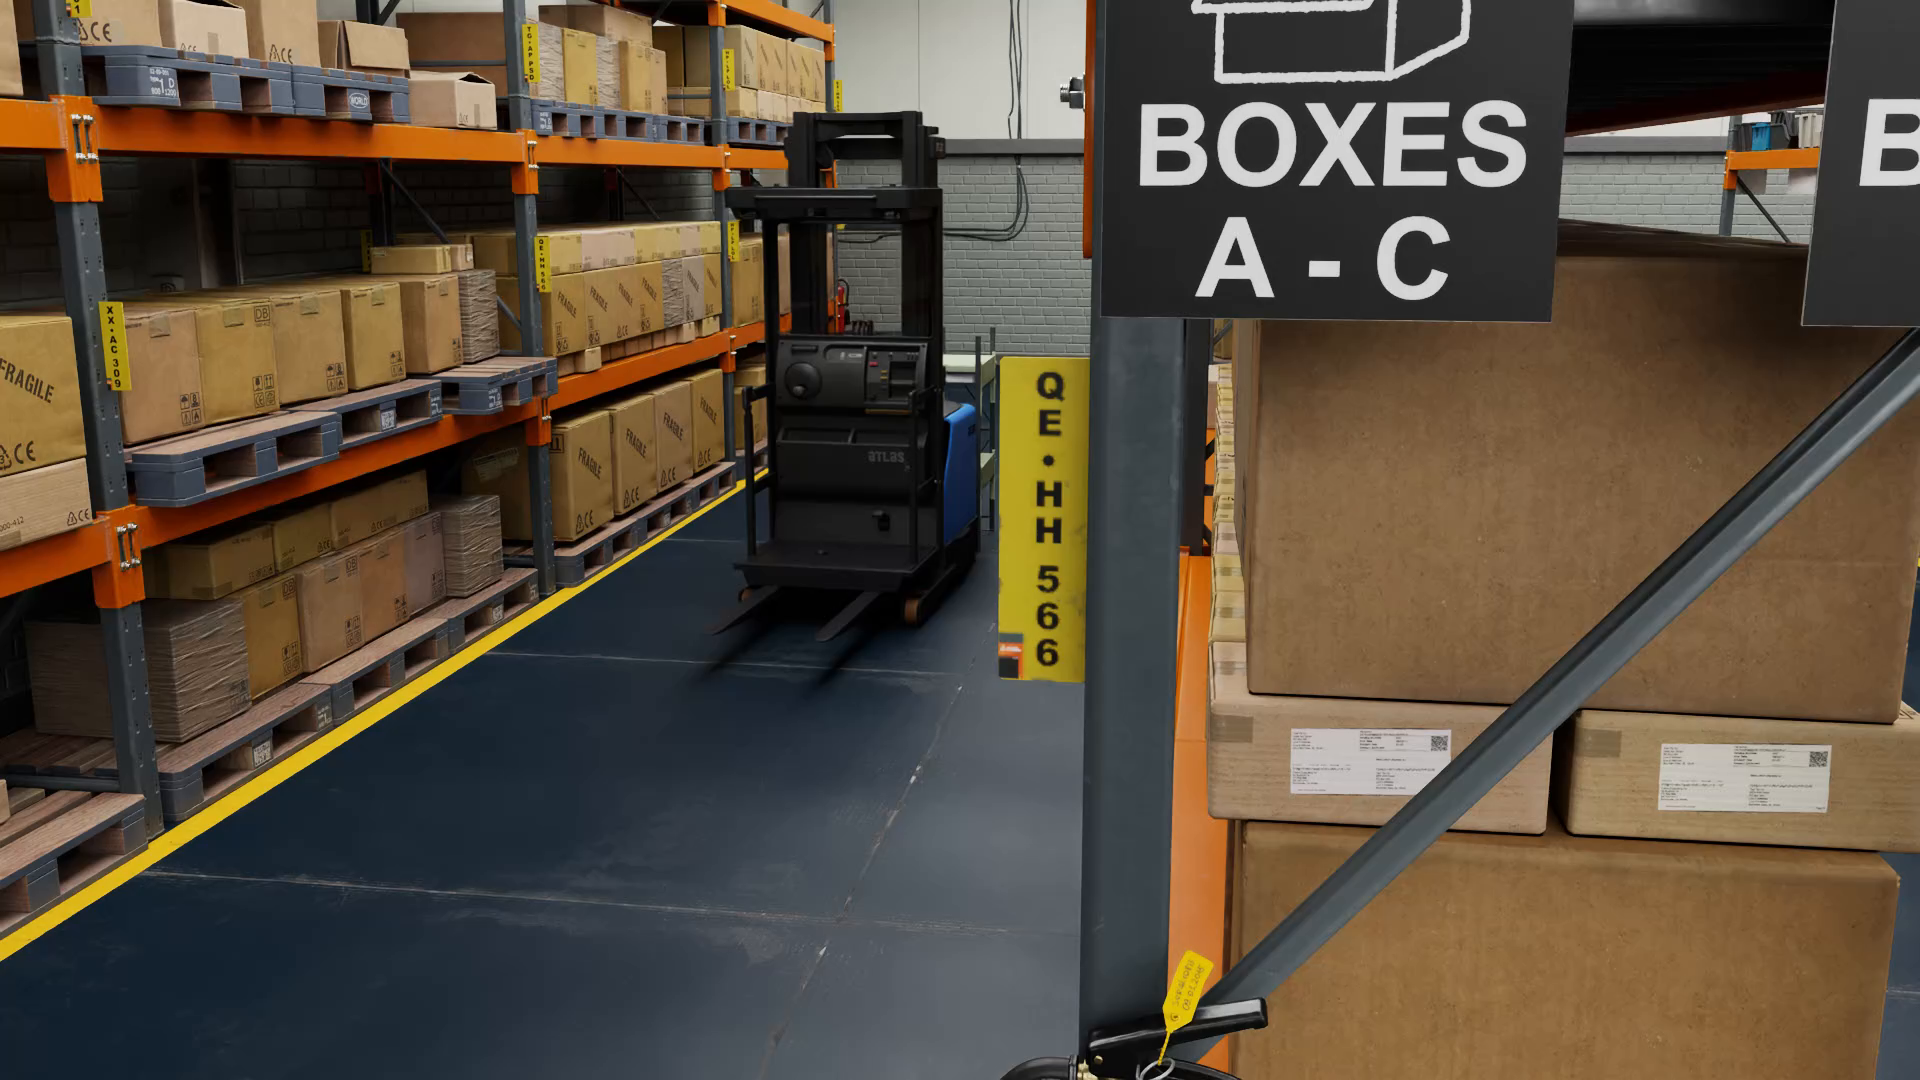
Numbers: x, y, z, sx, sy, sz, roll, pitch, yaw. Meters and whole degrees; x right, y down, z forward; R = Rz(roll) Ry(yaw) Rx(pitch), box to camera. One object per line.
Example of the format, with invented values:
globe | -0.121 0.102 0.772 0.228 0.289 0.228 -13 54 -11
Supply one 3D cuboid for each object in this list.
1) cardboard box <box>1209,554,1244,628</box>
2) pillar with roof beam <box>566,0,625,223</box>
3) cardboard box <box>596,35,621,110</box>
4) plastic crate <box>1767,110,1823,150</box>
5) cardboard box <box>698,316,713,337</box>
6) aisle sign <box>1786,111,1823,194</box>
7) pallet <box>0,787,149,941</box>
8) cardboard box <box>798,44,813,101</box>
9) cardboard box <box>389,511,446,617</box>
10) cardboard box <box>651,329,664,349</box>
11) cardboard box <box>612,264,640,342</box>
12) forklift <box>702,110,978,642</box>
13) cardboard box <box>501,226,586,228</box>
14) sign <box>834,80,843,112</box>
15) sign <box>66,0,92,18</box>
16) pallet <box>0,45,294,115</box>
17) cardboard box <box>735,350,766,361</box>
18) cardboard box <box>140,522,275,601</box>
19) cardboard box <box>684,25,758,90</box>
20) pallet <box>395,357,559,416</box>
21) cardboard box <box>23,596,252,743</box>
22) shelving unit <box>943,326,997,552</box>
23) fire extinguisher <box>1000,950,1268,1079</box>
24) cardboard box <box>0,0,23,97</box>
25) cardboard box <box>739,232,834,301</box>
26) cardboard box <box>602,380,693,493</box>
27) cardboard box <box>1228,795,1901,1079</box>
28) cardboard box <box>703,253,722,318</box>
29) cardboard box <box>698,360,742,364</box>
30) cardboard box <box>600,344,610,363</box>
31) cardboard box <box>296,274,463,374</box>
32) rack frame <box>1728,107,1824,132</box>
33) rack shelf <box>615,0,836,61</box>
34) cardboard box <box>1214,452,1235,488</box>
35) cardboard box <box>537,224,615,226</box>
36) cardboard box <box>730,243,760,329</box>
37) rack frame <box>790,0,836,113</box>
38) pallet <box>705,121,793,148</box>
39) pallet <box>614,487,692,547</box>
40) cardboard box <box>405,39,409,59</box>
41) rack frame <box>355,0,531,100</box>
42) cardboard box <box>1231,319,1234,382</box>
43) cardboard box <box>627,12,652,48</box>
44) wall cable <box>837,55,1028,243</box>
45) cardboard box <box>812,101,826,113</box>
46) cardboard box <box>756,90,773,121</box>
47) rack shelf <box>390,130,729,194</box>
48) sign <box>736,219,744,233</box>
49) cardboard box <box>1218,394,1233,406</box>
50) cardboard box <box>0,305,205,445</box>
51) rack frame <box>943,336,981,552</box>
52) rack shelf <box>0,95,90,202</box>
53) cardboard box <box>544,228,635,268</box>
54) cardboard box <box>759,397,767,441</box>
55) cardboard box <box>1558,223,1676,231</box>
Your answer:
cardboard box | 0.571 0.126 2.514 0.380 0.149 0.250 2 12 8
pillar with roof beam | 1.080 -4.940 13.554 9.100 9.000 0.400 2 12 9
cardboard box | -2.833 -3.303 11.799 0.700 0.500 0.500 2 12 9
plastic crate | 7.471 -3.611 14.658 0.504 0.338 0.767 2 12 9
cardboard box | -2.215 -1.727 13.435 0.380 0.149 0.250 2 12 10
aisle sign | 8.278 -3.761 16.153 0.394 0.787 0.004 2 12 9
pallet | -3.726 1.197 5.940 1.003 0.211 1.213 2 12 9
cardboard box | -1.743 -4.554 16.227 0.500 0.500 0.500 2 12 10
cardboard box | -3.296 0.122 9.197 0.700 0.500 0.500 2 12 9
cardboard box | -2.438 -1.517 12.462 0.380 0.149 0.250 2 12 7
cardboard box | -2.548 -1.649 11.534 0.500 0.500 0.500 2 12 8
forklift | -0.695 -1.023 9.782 1.130 2.935 3.031 3 12 12
cardboard box | -2.986 -2.134 12.004 0.500 0.250 0.500 2 12 7
sign | -1.278 -4.645 17.395 0.100 0.325 0.005 2 12 9
sign | -3.120 -2.011 5.855 0.100 0.325 0.005 2 12 9
pallet | -3.457 -1.807 6.584 1.213 0.211 1.003 2 12 9
cardboard box | -2.115 -1.832 16.770 0.380 0.149 0.250 2 12 9
cardboard box | -3.496 0.087 7.577 0.500 0.250 0.500 2 12 7
cardboard box | -2.040 -4.126 14.240 0.500 0.500 0.500 2 12 8
pallet | -3.047 -0.895 9.479 1.213 0.211 1.003 2 12 9
cardboard box | -3.561 0.546 7.230 0.700 0.500 0.500 2 12 11
shelving unit | -0.001 -0.732 11.829 0.431 1.500 0.755 2 12 9
fire extinguisher | 0.145 0.732 1.659 0.296 0.674 0.183 2 12 9
cardboard box | -3.491 -1.719 5.444 0.500 0.500 0.500 2 12 10
cardboard box | -1.881 -2.846 17.365 0.980 0.700 0.700 2 12 11
cardboard box | -2.532 -0.803 12.703 0.750 0.750 0.750 2 12 10
cardboard box | 0.707 0.539 2.134 0.700 0.500 0.500 2 12 9
cardboard box | -2.249 -2.073 13.500 0.500 0.500 0.500 2 12 8
cardboard box | -2.271 -1.619 15.783 0.380 0.149 0.250 2 12 9
cardboard box | -2.643 -1.304 11.471 0.380 0.149 0.250 2 12 10
cardboard box | -3.164 -1.189 9.107 0.700 0.500 0.500 1 12 3
rack frame | 7.977 -5.417 15.770 1.000 3.000 0.127 2 12 9
rack shelf | -2.120 -4.775 15.445 1.077 0.370 4.000 2 12 9
cardboard box | 0.730 -0.090 3.512 0.380 0.149 0.250 2 12 8
cardboard box | -2.901 -2.242 12.508 0.500 0.250 0.500 1 12 7
cardboard box | -2.328 -2.232 14.517 0.980 0.700 0.700 2 12 10
rack frame | -1.812 -5.738 17.259 1.000 3.000 0.127 2 12 9
pallet | -2.101 -3.819 15.684 1.003 0.211 1.213 2 12 9
pallet | -2.657 -0.192 12.383 1.003 0.211 1.213 2 12 9
cardboard box | -3.380 -2.523 9.174 0.500 0.500 0.500 2 12 9
rack frame | -3.042 -4.073 9.532 1.000 3.000 0.127 2 12 9
cardboard box | 1.176 -0.738 4.982 0.700 0.500 0.500 2 12 9
cardboard box | -2.692 -3.891 12.745 0.500 0.250 0.500 3 12 13
wall cable | -0.589 -5.386 22.996 3.097 2.526 0.112 2 12 9
cardboard box | -1.662 -4.292 16.789 0.500 0.250 0.500 2 12 10
cardboard box | -1.968 -3.861 14.790 0.500 0.250 0.500 2 12 7
rack shelf | -2.735 -2.671 11.855 1.077 0.370 4.000 2 12 9
sign | -2.359 -3.287 17.881 0.100 0.325 0.005 2 12 9
cardboard box | 0.890 -0.303 4.504 0.380 0.149 0.250 2 12 8
cardboard box | -3.546 -0.676 6.729 0.700 0.500 0.500 2 12 9
rack frame | -0.057 -0.656 11.475 0.400 1.500 0.023 2 12 9
rack shelf | -3.965 -1.006 4.128 1.077 0.370 4.000 2 12 9
cardboard box | -2.563 -2.013 11.443 0.500 0.250 0.500 2 12 9
cardboard box | -2.130 -1.213 15.438 0.700 0.500 0.500 2 12 8
cardboard box | 0.867 -0.321 3.044 0.700 0.500 0.500 2 12 9
